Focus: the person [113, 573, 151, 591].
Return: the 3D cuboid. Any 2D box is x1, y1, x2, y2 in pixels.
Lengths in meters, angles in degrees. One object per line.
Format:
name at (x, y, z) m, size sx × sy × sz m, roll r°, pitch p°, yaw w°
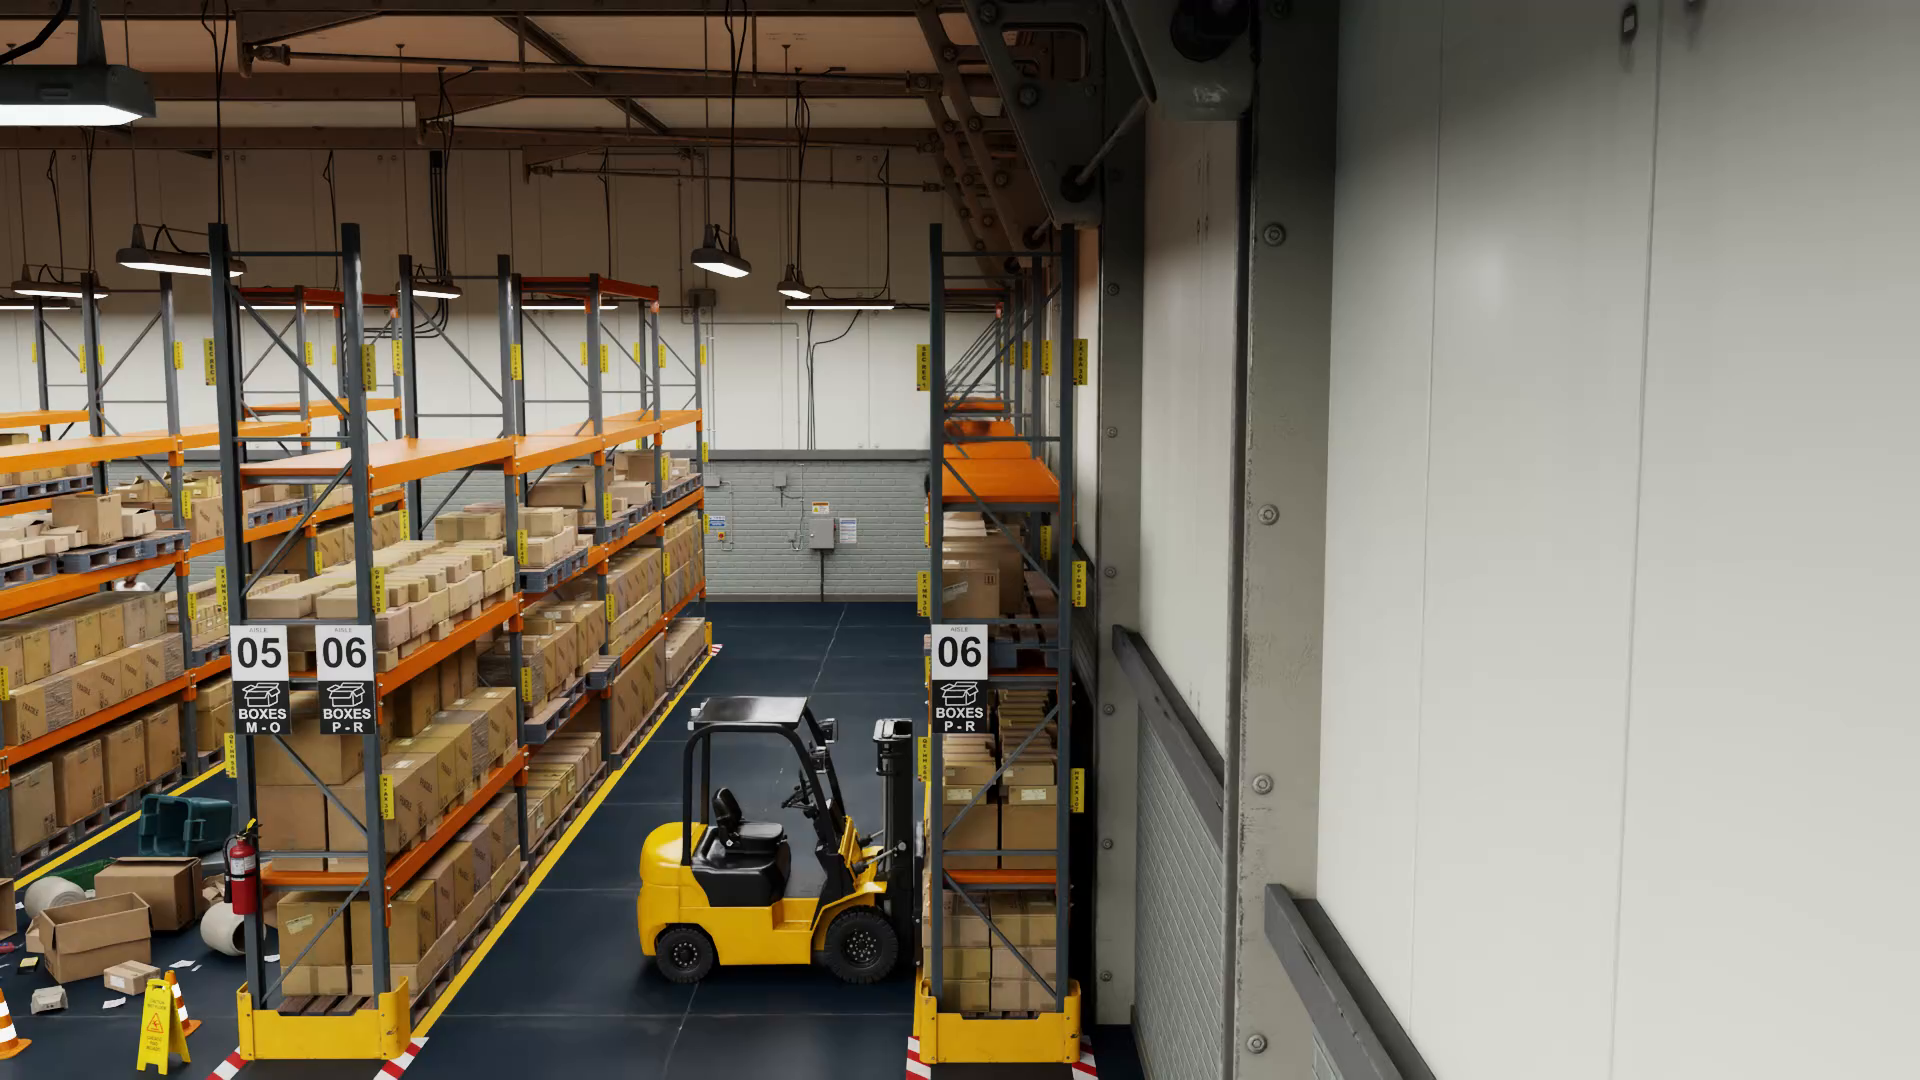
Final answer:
person at (-12.856, 1.280, 25.767) m, size 0.663 × 1.794 × 0.716 m, roll -1°, pitch 7°, yaw -11°
